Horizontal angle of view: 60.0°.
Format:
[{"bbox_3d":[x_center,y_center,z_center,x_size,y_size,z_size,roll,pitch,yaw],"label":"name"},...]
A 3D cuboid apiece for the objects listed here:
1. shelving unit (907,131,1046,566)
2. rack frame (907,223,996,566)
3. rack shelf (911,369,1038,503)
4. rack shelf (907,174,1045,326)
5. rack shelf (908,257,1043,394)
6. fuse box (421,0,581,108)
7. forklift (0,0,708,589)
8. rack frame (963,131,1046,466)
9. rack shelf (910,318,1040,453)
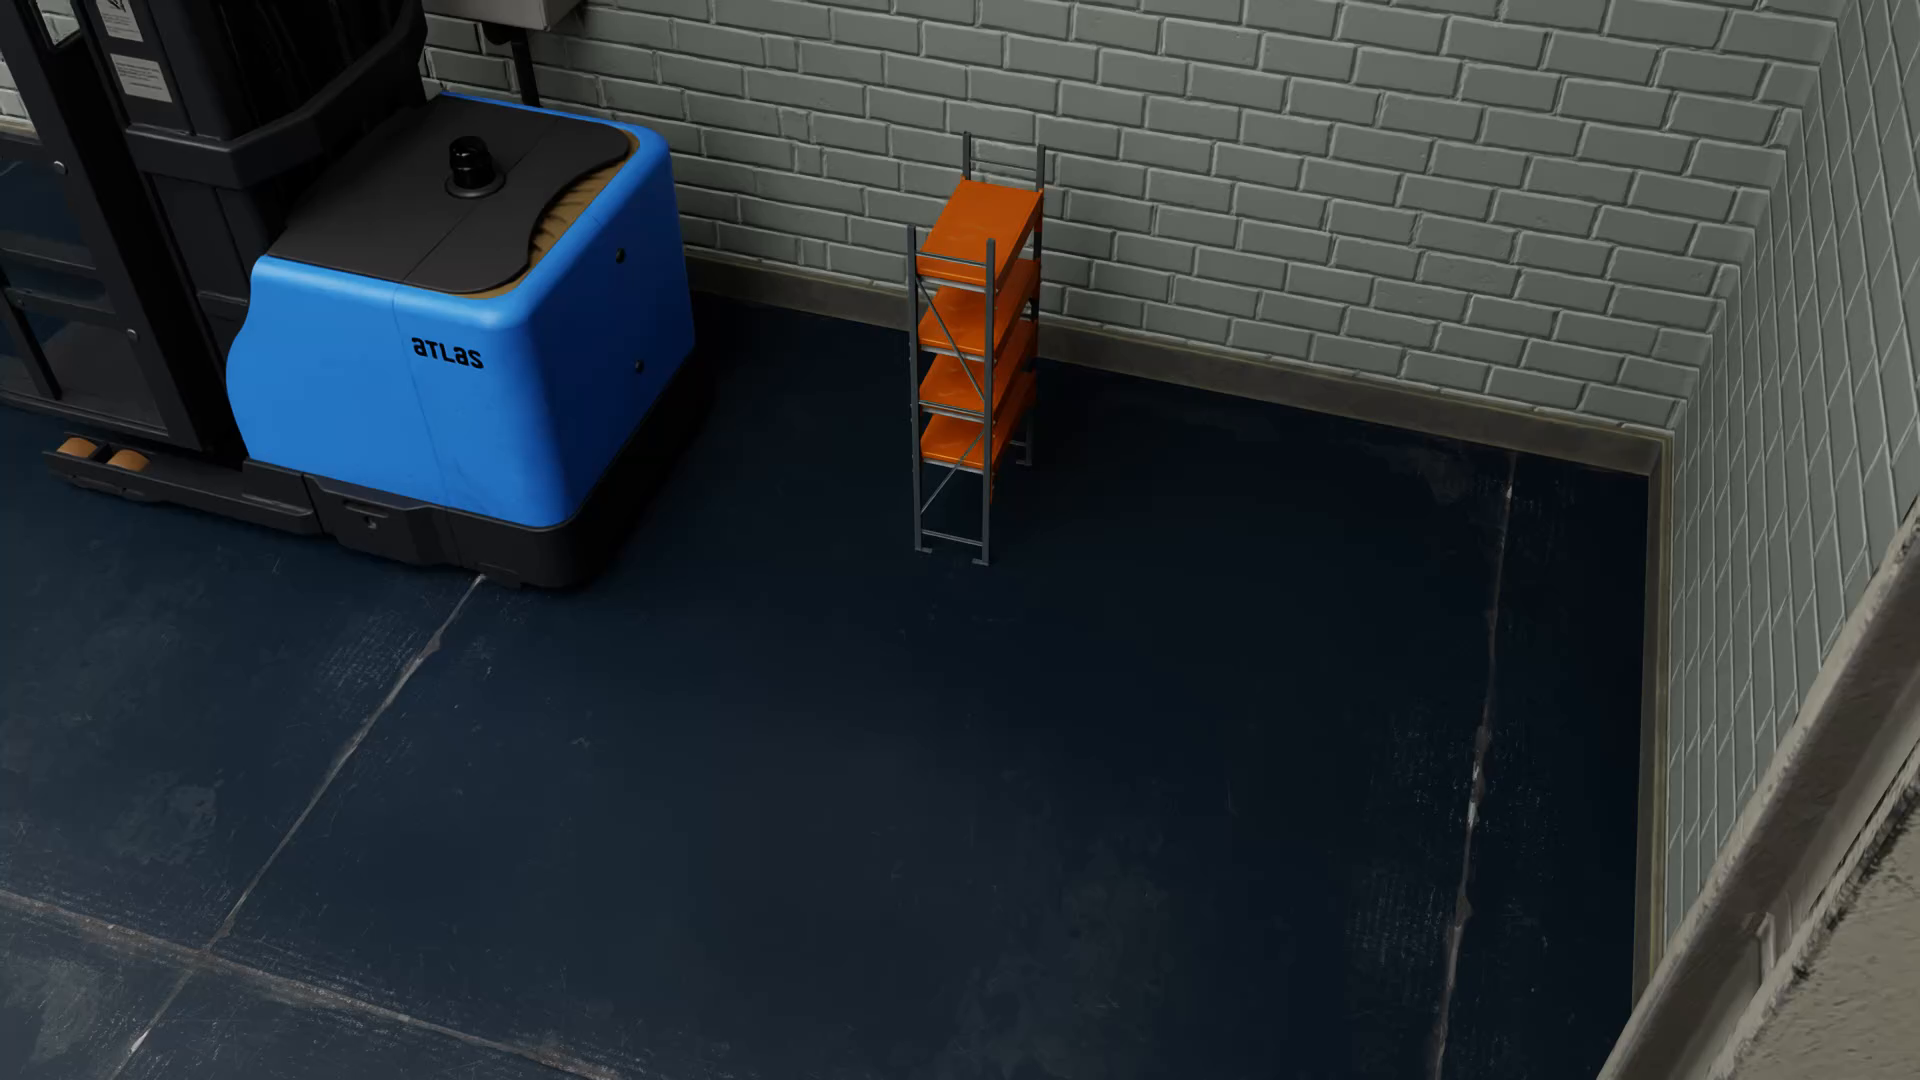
[{"bbox_3d":[0.050,-0.539,4.943,0.258,1.200,0.503,13,46,13],"label":"shelving unit"},{"bbox_3d":[-0.024,-0.377,4.777,0.240,1.200,0.015,13,46,13],"label":"rack frame"},{"bbox_3d":[0.050,-0.349,5.129,0.258,0.148,0.480,13,46,13],"label":"rack shelf"},{"bbox_3d":[0.050,-0.820,4.668,0.258,0.148,0.480,13,46,13],"label":"rack shelf"},{"bbox_3d":[0.050,-0.651,4.834,0.258,0.148,0.480,13,46,13],"label":"rack shelf"},{"bbox_3d":[-1.511,-1.529,5.589,0.539,1.711,0.414,13,46,13],"label":"fuse box"},{"bbox_3d":[-2.429,-1.511,4.699,3.031,2.935,1.130,13,46,13],"label":"forklift"},{"bbox_3d":[0.124,-0.702,5.109,0.240,1.200,0.015,13,46,13],"label":"rack frame"},{"bbox_3d":[0.050,-0.491,4.990,0.258,0.148,0.480,13,46,13],"label":"rack shelf"}]
